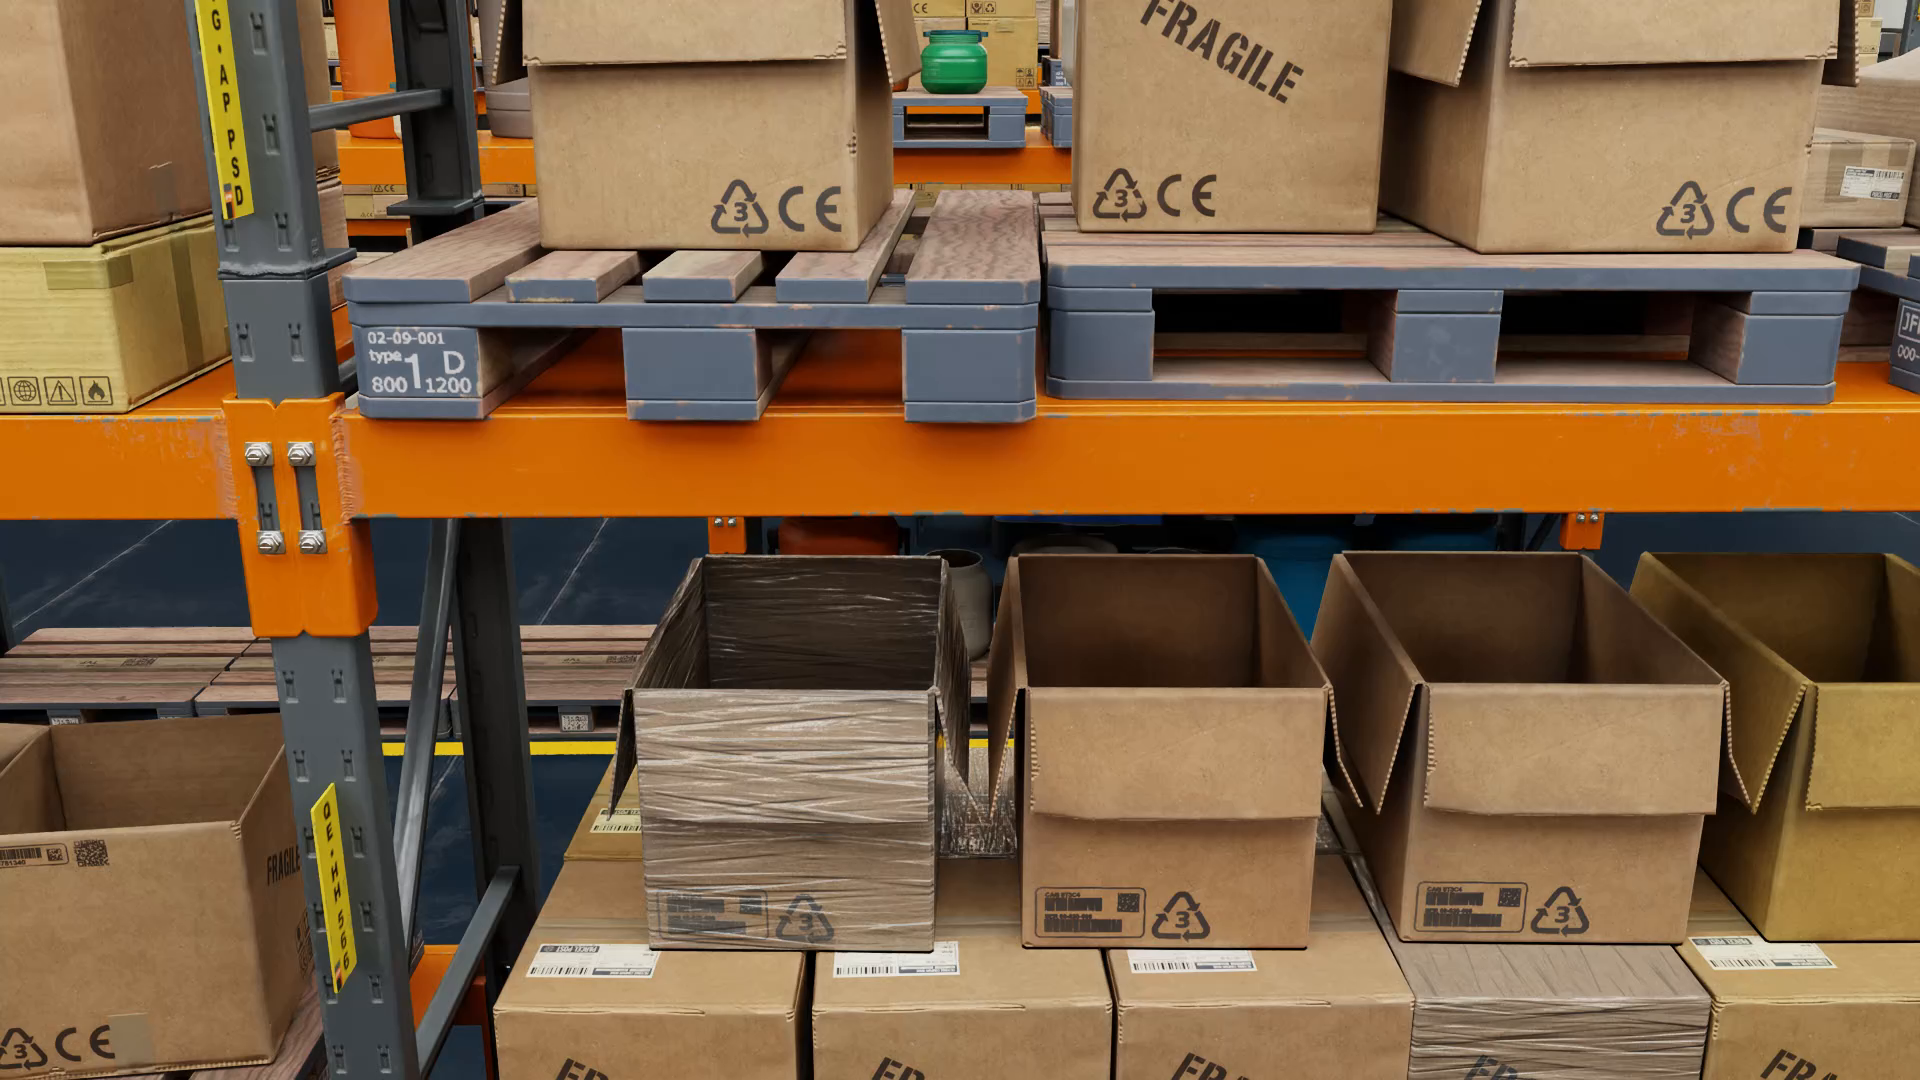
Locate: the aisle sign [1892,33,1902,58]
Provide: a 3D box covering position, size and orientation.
[{"bbox_3d":[6.908,-3.307,12.191,0.004,0.787,0.394,0,18,-1],"label":"aisle sign"}]

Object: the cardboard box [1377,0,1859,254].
[{"bbox_3d":[1.031,-0.792,2.840,0.637,0.503,0.797,-1,18,-2],"label":"cardboard box"}]

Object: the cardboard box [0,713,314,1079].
[{"bbox_3d":[-1.551,0.669,3.201,0.500,0.500,0.500,-2,18,-8],"label":"cardboard box"}]

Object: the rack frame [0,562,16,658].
[{"bbox_3d":[-5.089,-0.592,7.982,0.127,3.000,1.000,0,18,-1],"label":"rack frame"}]

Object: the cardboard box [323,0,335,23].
[{"bbox_3d":[-4.547,-4.010,12.056,0.500,0.500,0.500,0,18,0],"label":"cardboard box"}]

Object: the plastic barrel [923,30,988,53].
[{"bbox_3d":[-0.020,-2.224,7.697,0.301,0.262,0.301,0,18,0],"label":"plastic barrel"}]

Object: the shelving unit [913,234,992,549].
[{"bbox_3d":[-0.028,-1.009,10.755,0.503,2.100,0.431,1,18,4],"label":"shelving unit"}]

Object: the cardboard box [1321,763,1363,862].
[{"bbox_3d":[1.004,0.770,3.574,0.500,0.500,0.500,0,18,0],"label":"cardboard box"}]

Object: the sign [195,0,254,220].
[{"bbox_3d":[-1.005,-0.607,2.273,0.005,0.325,0.100,0,18,-1],"label":"sign"}]

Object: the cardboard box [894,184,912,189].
[{"bbox_3d":[-0.757,-3.760,17.175,0.500,0.500,0.500,0,18,1],"label":"cardboard box"}]

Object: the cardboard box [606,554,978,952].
[{"bbox_3d":[-0.280,0.378,3.154,0.637,0.503,0.797,0,18,1],"label":"cardboard box"}]

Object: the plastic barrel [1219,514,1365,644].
[{"bbox_3d":[1.657,0.170,8.356,0.708,0.901,0.600,0,18,-1],"label":"plastic barrel"}]

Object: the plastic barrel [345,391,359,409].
[{"bbox_3d":[-2.963,-0.600,7.784,0.433,0.535,0.433,0,18,0],"label":"plastic barrel"}]

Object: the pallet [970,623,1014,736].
[{"bbox_3d":[-0.302,0.700,8.520,1.213,0.211,1.003,0,18,-1],"label":"pallet"}]

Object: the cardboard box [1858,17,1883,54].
[{"bbox_3d":[6.325,-3.677,12.116,0.500,0.250,0.500,0,18,-1],"label":"cardboard box"}]

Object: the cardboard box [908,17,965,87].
[{"bbox_3d":[-0.219,-3.615,12.331,0.500,0.500,0.910,0,18,-1],"label":"cardboard box"}]

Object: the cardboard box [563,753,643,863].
[{"bbox_3d":[-0.522,0.776,3.555,0.500,0.500,0.500,0,18,1],"label":"cardboard box"}]

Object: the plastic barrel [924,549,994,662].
[{"bbox_3d":[-0.038,0.336,8.475,0.421,0.512,0.421,0,18,0],"label":"plastic barrel"}]

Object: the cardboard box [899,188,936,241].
[{"bbox_3d":[-0.536,-2.409,12.796,0.500,0.500,0.700,-6,19,-19],"label":"cardboard box"}]

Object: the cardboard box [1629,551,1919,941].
[{"bbox_3d":[1.663,0.362,3.201,0.637,0.503,0.797,0,18,0],"label":"cardboard box"}]

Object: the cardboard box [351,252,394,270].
[{"bbox_3d":[-4.672,-2.049,12.770,0.500,0.250,0.500,1,18,3],"label":"cardboard box"}]

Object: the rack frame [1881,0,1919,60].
[{"bbox_3d":[6.835,-5.019,11.962,0.127,3.000,1.000,0,18,-1],"label":"rack frame"}]

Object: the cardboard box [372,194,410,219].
[{"bbox_3d":[-5.715,-3.461,17.139,0.500,0.250,0.500,0,18,-1],"label":"cardboard box"}]

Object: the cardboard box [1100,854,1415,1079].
[{"bbox_3d":[0.506,0.928,3.081,0.500,0.500,0.500,-1,18,-2],"label":"cardboard box"}]

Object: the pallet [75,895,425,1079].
[{"bbox_3d":[-1.723,1.029,3.244,1.003,0.211,1.213,0,18,-1],"label":"pallet"}]

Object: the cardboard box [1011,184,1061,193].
[{"bbox_3d":[0.784,-3.767,17.195,0.500,0.500,0.500,0,18,1],"label":"cardboard box"}]

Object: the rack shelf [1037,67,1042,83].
[{"bbox_3d":[0.753,-4.732,17.156,4.000,0.370,1.077,0,18,-1],"label":"rack shelf"}]

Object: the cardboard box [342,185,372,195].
[{"bbox_3d":[-6.213,-3.812,17.005,0.500,0.500,0.500,0,18,-1],"label":"cardboard box"}]

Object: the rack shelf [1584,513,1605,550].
[{"bbox_3d":[4.909,-0.298,8.242,4.000,0.370,1.077,0,18,-1],"label":"rack shelf"}]

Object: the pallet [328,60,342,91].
[{"bbox_3d":[-4.282,-3.450,12.295,1.217,0.209,0.805,-1,18,-3],"label":"pallet"}]

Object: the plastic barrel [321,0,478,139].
[{"bbox_3d":[-2.568,-2.303,7.703,0.708,0.830,0.600,0,18,-1],"label":"plastic barrel"}]

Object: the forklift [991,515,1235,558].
[{"bbox_3d":[1.742,-1.342,10.432,3.031,2.935,1.130,1,18,4],"label":"forklift"}]

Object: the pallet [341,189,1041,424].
[{"bbox_3d":[-0.369,-0.456,2.957,1.003,0.211,1.213,1,18,2],"label":"pallet"}]

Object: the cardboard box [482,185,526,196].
[{"bbox_3d":[-4.736,-3.867,17.307,0.500,0.500,0.700,0,18,-1],"label":"cardboard box"}]

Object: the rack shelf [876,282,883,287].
[{"bbox_3d":[0.835,-1.791,12.898,4.000,0.370,1.077,0,18,-1],"label":"rack shelf"}]

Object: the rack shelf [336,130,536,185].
[{"bbox_3d":[-3.090,-1.687,7.664,4.000,0.370,1.077,0,18,-1],"label":"rack shelf"}]

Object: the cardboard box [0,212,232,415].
[{"bbox_3d":[-1.483,-0.378,2.651,0.500,0.250,0.500,0,18,-1],"label":"cardboard box"}]

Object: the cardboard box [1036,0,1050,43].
[{"bbox_3d":[0.814,-5.366,17.069,0.500,0.500,0.700,0,18,-1],"label":"cardboard box"}]

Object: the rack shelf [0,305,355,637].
[{"bbox_3d":[-3.011,-0.175,2.948,4.000,0.370,1.077,0,18,-1],"label":"rack shelf"}]

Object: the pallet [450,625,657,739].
[{"bbox_3d":[-1.865,0.708,8.493,1.213,0.211,1.003,0,18,-1],"label":"pallet"}]
